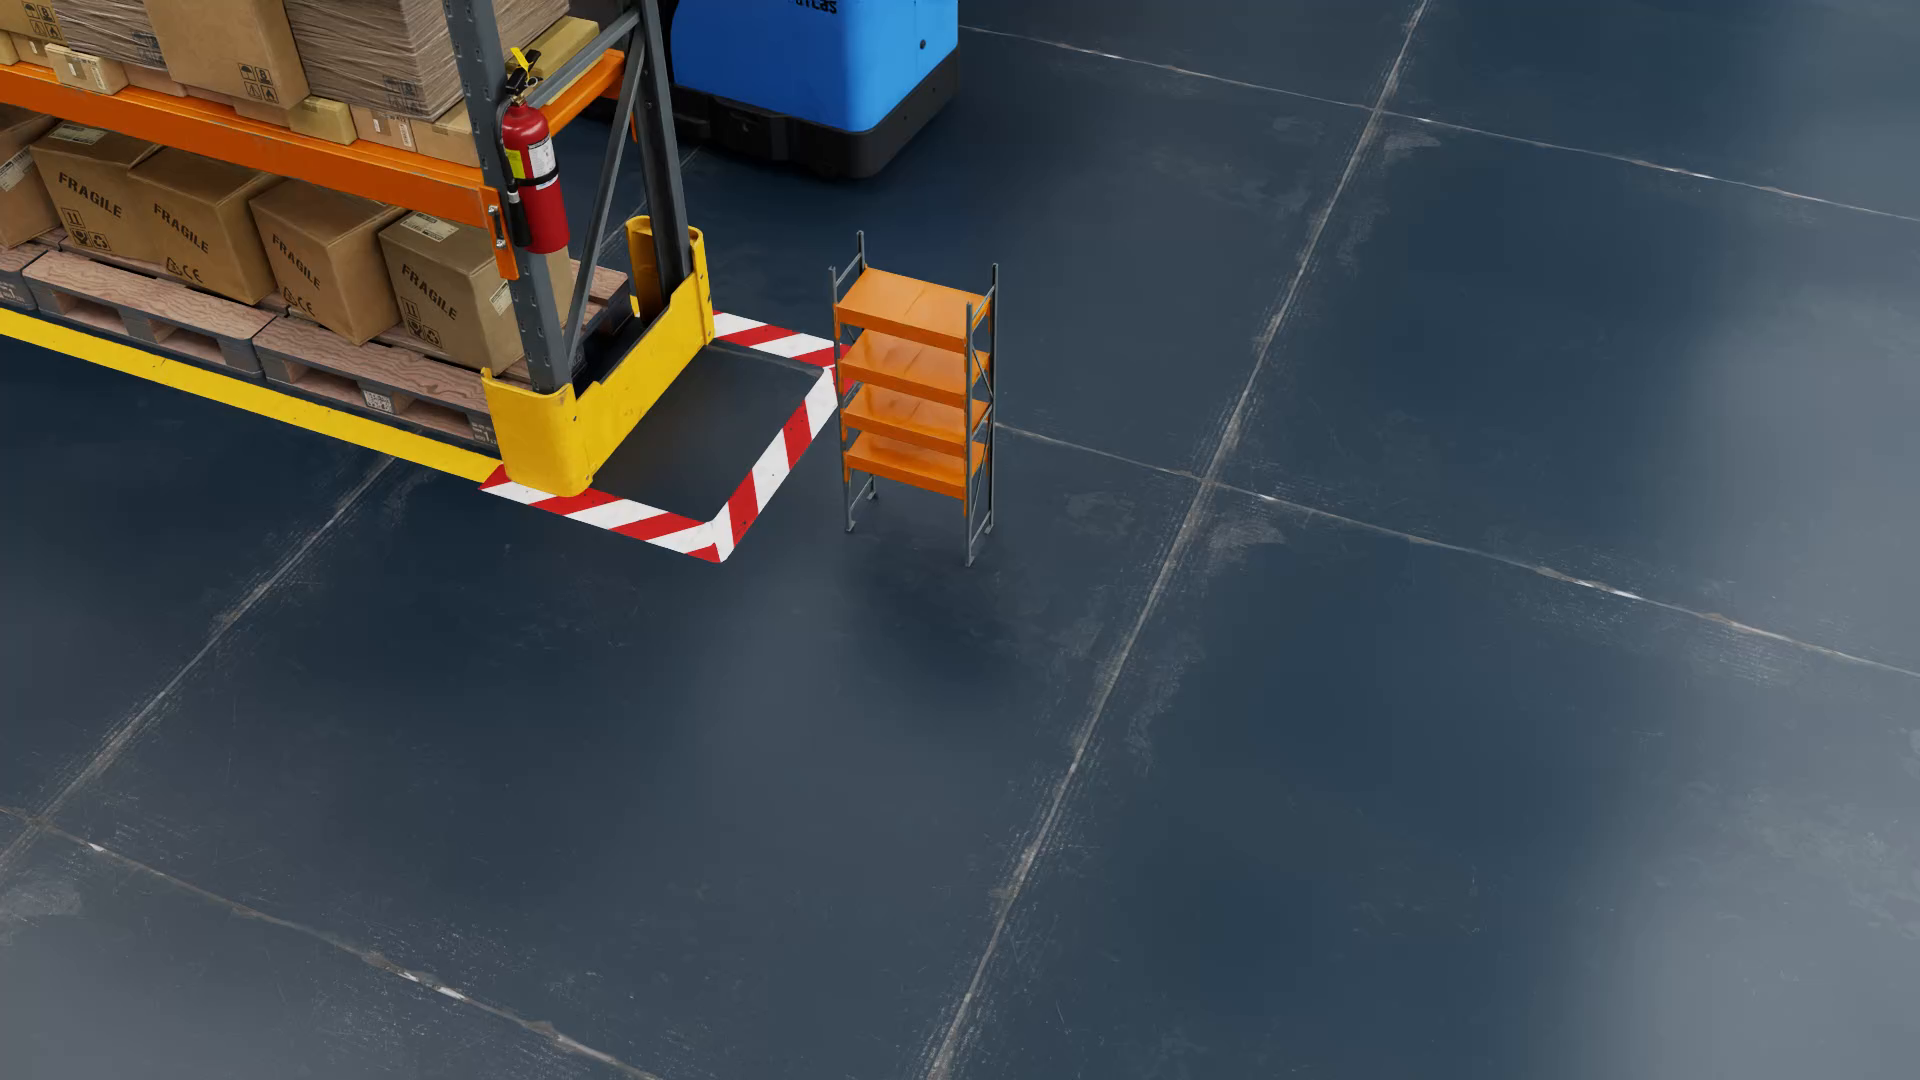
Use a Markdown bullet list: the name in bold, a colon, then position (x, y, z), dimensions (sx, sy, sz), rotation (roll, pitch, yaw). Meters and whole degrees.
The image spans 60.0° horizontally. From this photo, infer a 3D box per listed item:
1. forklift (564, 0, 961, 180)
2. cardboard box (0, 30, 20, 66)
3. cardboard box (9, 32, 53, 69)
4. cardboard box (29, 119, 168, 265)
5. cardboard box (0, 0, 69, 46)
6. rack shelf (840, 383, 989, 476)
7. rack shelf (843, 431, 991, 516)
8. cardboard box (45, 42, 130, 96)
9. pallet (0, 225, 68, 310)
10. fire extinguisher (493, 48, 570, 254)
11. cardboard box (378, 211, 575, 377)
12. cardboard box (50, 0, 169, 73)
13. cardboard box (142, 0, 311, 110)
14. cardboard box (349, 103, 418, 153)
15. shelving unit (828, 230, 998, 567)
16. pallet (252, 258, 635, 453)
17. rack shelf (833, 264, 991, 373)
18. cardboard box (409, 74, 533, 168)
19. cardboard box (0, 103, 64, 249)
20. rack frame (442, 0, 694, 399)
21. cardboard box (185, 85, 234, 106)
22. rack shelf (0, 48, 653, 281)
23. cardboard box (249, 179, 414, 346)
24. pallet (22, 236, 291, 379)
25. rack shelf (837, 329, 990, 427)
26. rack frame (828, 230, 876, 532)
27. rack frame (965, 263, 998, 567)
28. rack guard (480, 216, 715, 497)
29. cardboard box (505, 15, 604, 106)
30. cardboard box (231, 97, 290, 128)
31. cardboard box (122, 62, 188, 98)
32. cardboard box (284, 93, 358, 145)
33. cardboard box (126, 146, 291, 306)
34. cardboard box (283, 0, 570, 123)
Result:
- **forklift**: position (-1.549, -3.485, 7.674), dimensions (3.031, 2.935, 1.130), rotation (20, 48, 19)
- **cardboard box**: position (-3.564, -1.964, 6.275), dimensions (0.250, 0.149, 0.380), rotation (16, 47, 16)
- **cardboard box**: position (-3.316, -1.926, 6.237), dimensions (0.250, 0.149, 0.380), rotation (16, 47, 16)
- **cardboard box**: position (-3.548, -1.566, 7.172), dimensions (0.500, 0.500, 0.500), rotation (13, 46, 12)
- **cardboard box**: position (-3.251, -2.293, 6.146), dimensions (0.500, 0.500, 0.875), rotation (16, 47, 16)
- **rack shelf**: position (-0.153, -0.423, 5.919), dimensions (0.480, 0.148, 0.258), rotation (16, 47, 16)
- **rack shelf**: position (-0.153, -0.282, 6.059), dimensions (0.480, 0.148, 0.258), rotation (16, 47, 16)
- **cardboard box**: position (-3.112, -1.813, 6.123), dimensions (0.250, 0.149, 0.380), rotation (16, 47, 16)
- **pallet**: position (-4.403, -1.558, 7.666), dimensions (1.213, 0.211, 1.003), rotation (16, 47, 16)
- **fire extinguisher**: position (-1.416, -1.261, 5.446), dimensions (0.183, 0.674, 0.296), rotation (16, 47, 16)
- **cardboard box**: position (-1.914, -1.063, 6.666), dimensions (0.500, 0.500, 0.500), rotation (25, 50, 23)
- **cardboard box**: position (-2.794, -2.149, 6.002), dimensions (0.500, 0.500, 0.875), rotation (16, 47, 16)
- **cardboard box**: position (-2.349, -1.986, 5.837), dimensions (0.500, 0.500, 0.875), rotation (16, 47, 16)
- **cardboard box**: position (-1.917, -1.542, 5.851), dimensions (0.250, 0.149, 0.380), rotation (16, 47, 16)
- **shelving unit**: position (-0.153, -0.470, 5.872), dimensions (0.503, 1.200, 0.258), rotation (16, 47, 16)
- **pallet**: position (-2.151, -0.896, 7.000), dimensions (1.213, 0.211, 1.003), rotation (16, 47, 16)
- **rack shelf**: position (-0.153, -0.749, 5.595), dimensions (0.480, 0.148, 0.258), rotation (16, 47, 16)
- **cardboard box**: position (-1.687, -1.474, 5.783), dimensions (0.250, 0.149, 0.380), rotation (16, 47, 16)
- **cardboard box**: position (-4.151, -1.684, 7.290), dimensions (0.500, 0.500, 0.500), rotation (32, 53, 28)
- **rack frame**: position (-1.344, -1.620, 5.751), dimensions (0.127, 3.000, 1.000), rotation (16, 47, 16)
- **cardboard box**: position (-2.607, -1.749, 6.059), dimensions (0.250, 0.149, 0.380), rotation (16, 47, 16)
- **rack shelf**: position (-3.190, -1.908, 6.551), dimensions (4.000, 0.370, 1.077), rotation (16, 47, 16)
- **cardboard box**: position (-2.479, -1.203, 6.807), dimensions (0.500, 0.500, 0.500), rotation (29, 52, 26)
- **pallet**: position (-3.273, -1.228, 7.334), dimensions (1.213, 0.211, 1.003), rotation (16, 47, 16)
- **rack shelf**: position (-0.153, -0.581, 5.762), dimensions (0.480, 0.148, 0.258), rotation (16, 47, 16)
- **rack frame**: position (-0.378, -0.537, 5.939), dimensions (0.015, 1.200, 0.240), rotation (16, 47, 16)
- **rack frame**: position (0.072, -0.404, 5.805), dimensions (0.015, 1.200, 0.240), rotation (16, 47, 16)
- **rack guard**: position (-1.415, -0.754, 6.654), dimensions (0.348, 0.500, 1.175), rotation (16, 47, 16)
- **cardboard box**: position (-1.516, -1.763, 6.074), dimensions (0.250, 0.149, 0.380), rotation (16, 47, 16)
- **cardboard box**: position (-2.393, -1.654, 5.964), dimensions (0.250, 0.149, 0.380), rotation (16, 47, 16)
- **cardboard box**: position (-2.847, -1.803, 6.113), dimensions (0.250, 0.149, 0.380), rotation (16, 47, 16)
- **cardboard box**: position (-2.168, -1.576, 5.886), dimensions (0.250, 0.149, 0.380), rotation (16, 47, 16)
- **cardboard box**: position (-3.050, -1.385, 6.990), dimensions (0.500, 0.500, 0.500), rotation (21, 48, 19)
- **cardboard box**: position (-1.841, -1.928, 5.779), dimensions (0.500, 0.500, 0.875), rotation (16, 47, 16)
